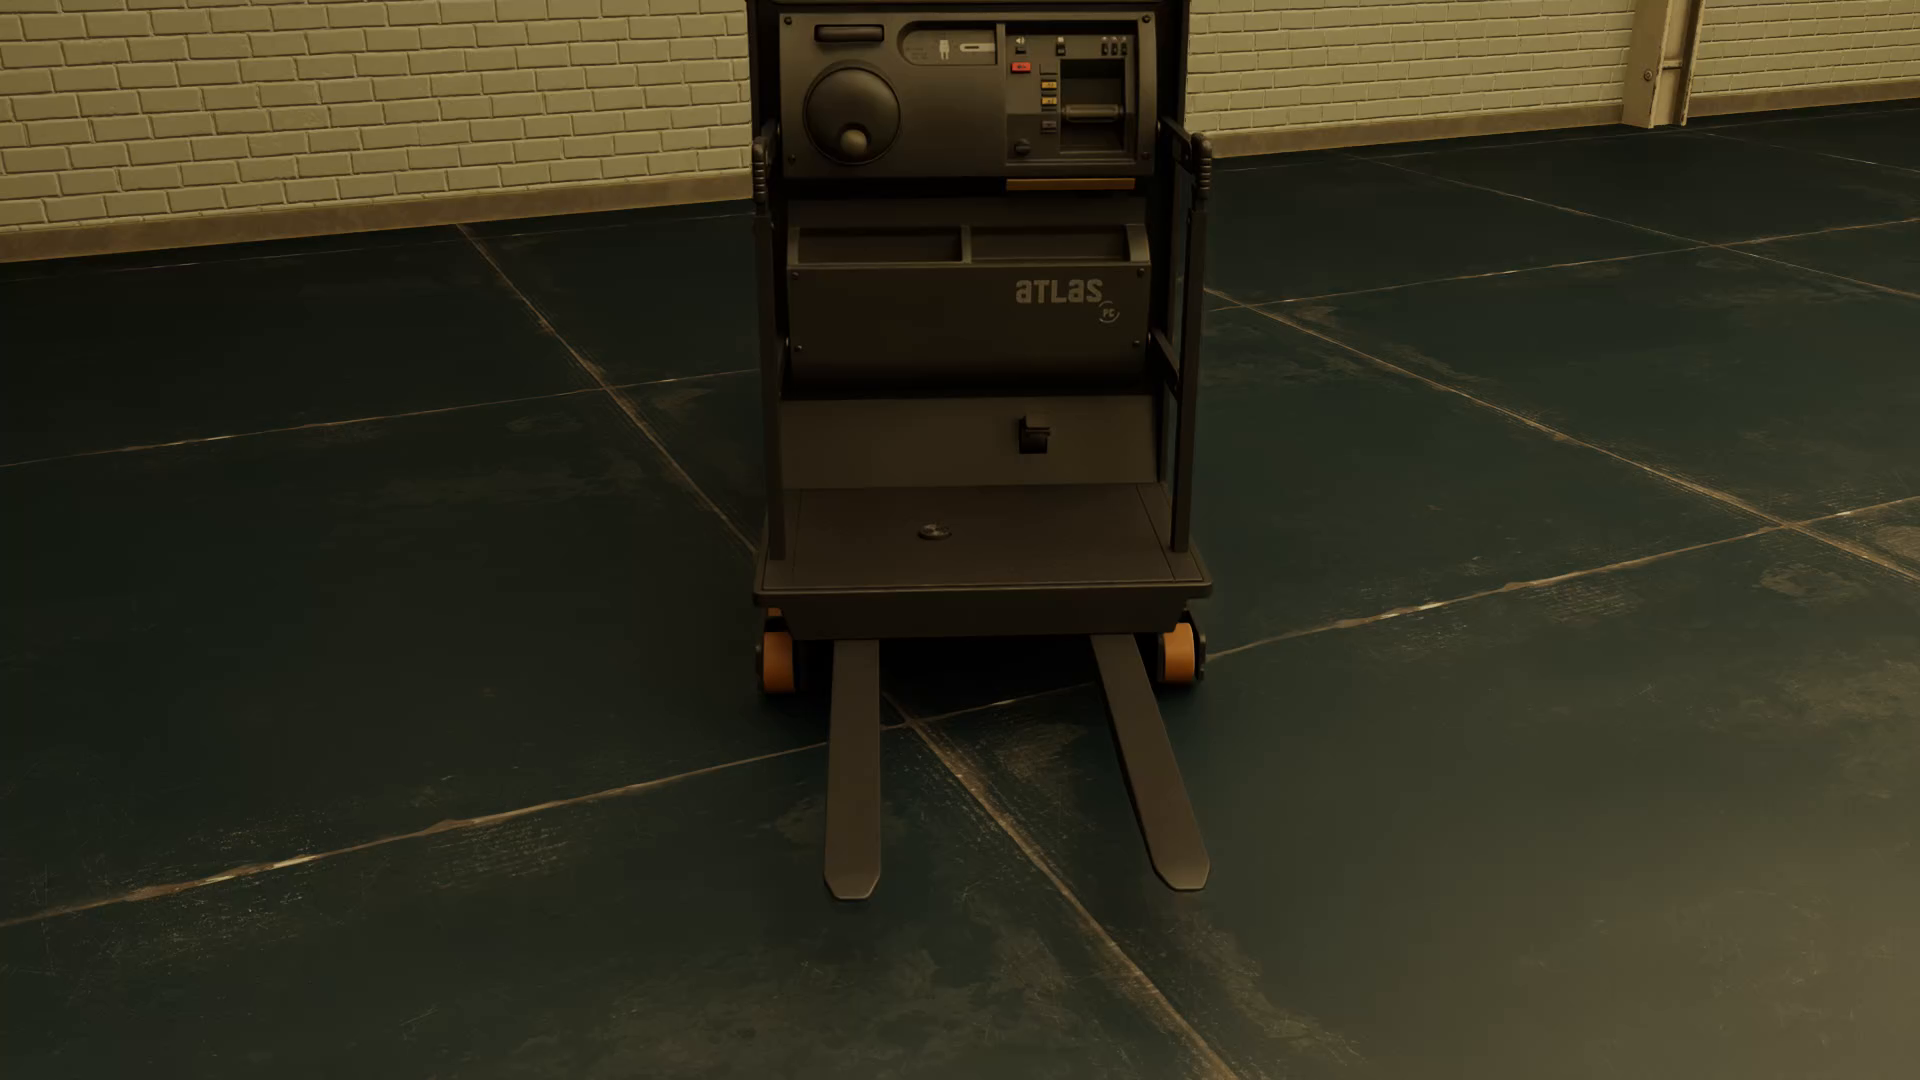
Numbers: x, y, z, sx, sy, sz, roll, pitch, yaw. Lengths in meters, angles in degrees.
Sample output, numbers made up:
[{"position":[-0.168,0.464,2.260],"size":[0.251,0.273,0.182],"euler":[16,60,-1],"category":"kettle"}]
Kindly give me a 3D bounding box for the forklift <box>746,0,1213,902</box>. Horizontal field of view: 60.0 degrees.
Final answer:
[{"position":[0.034,-1.091,3.912],"size":[1.130,2.935,3.031],"euler":[-1,23,-3],"category":"forklift"}]
